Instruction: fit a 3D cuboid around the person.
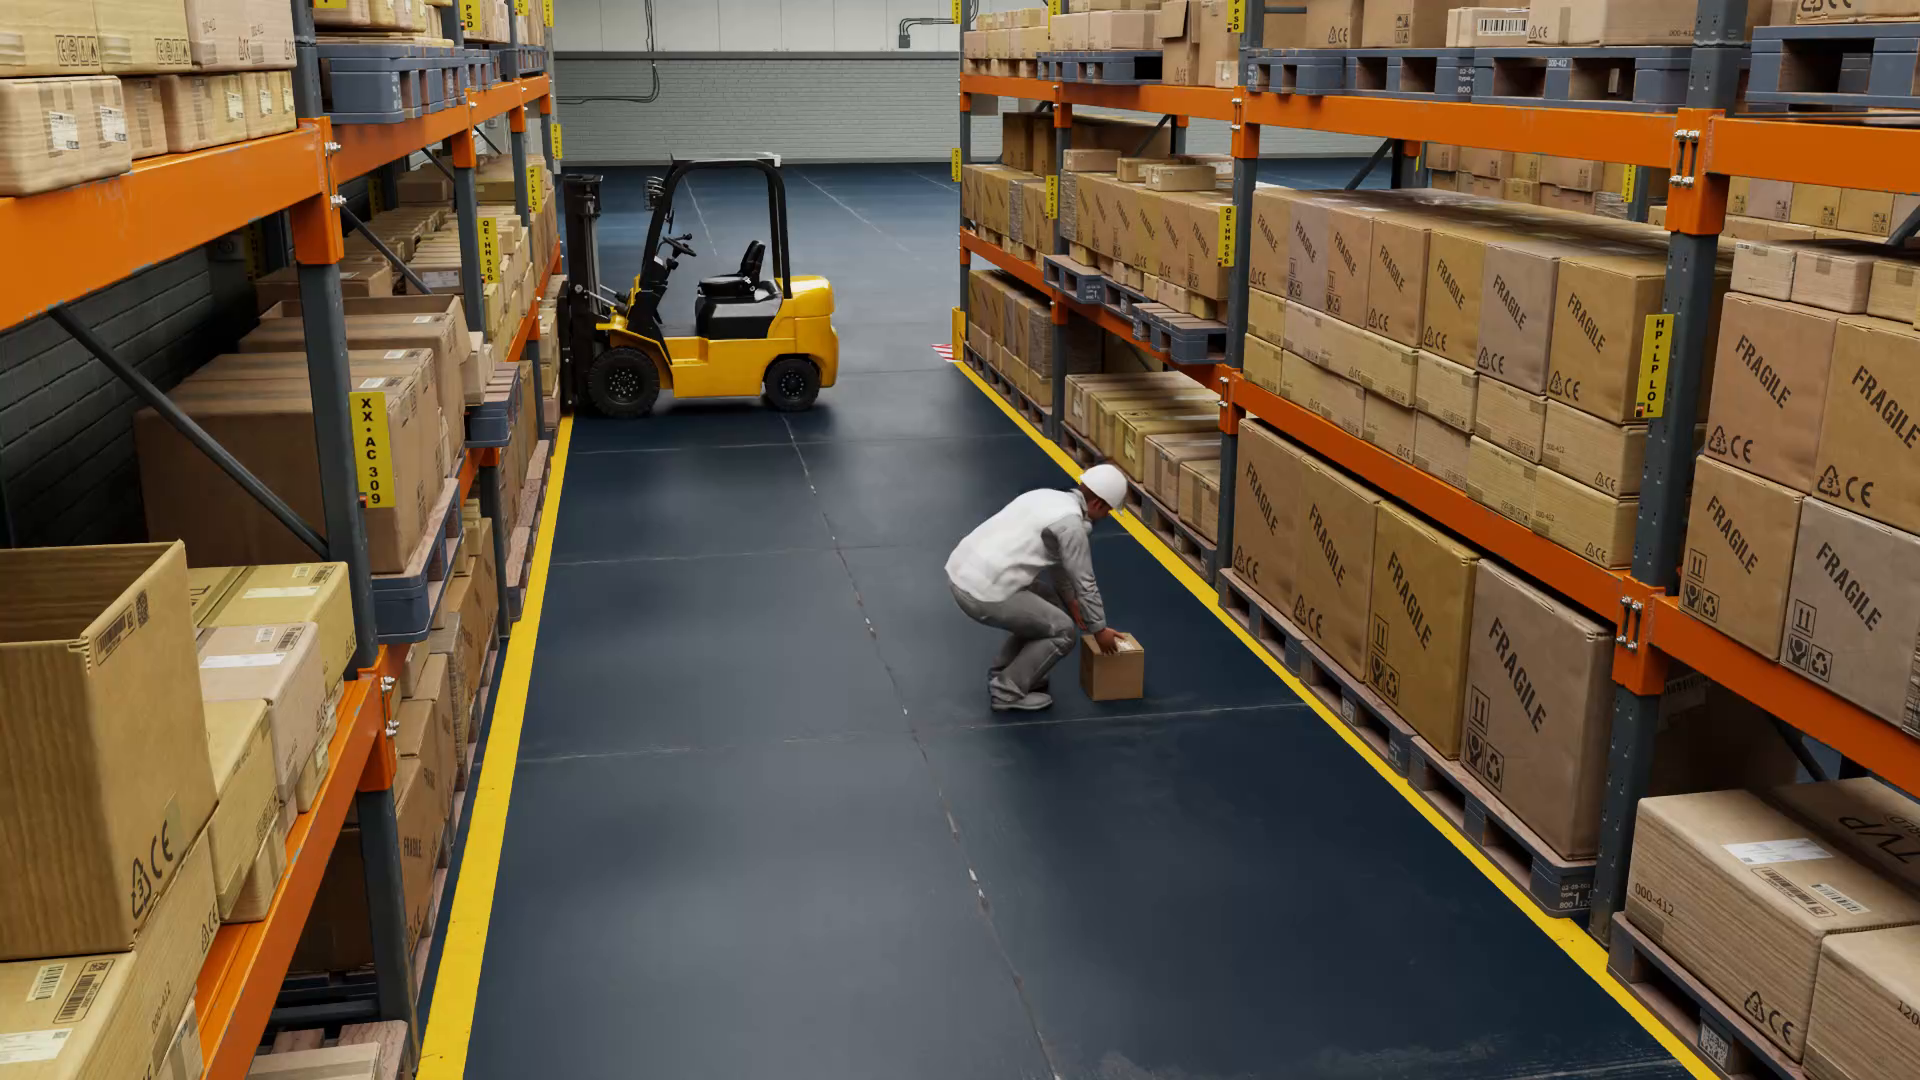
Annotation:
[{"bbox_3d":[0.367,0.207,7.940,0.876,1.126,0.558,-3,17,-11],"label":"person"}]
